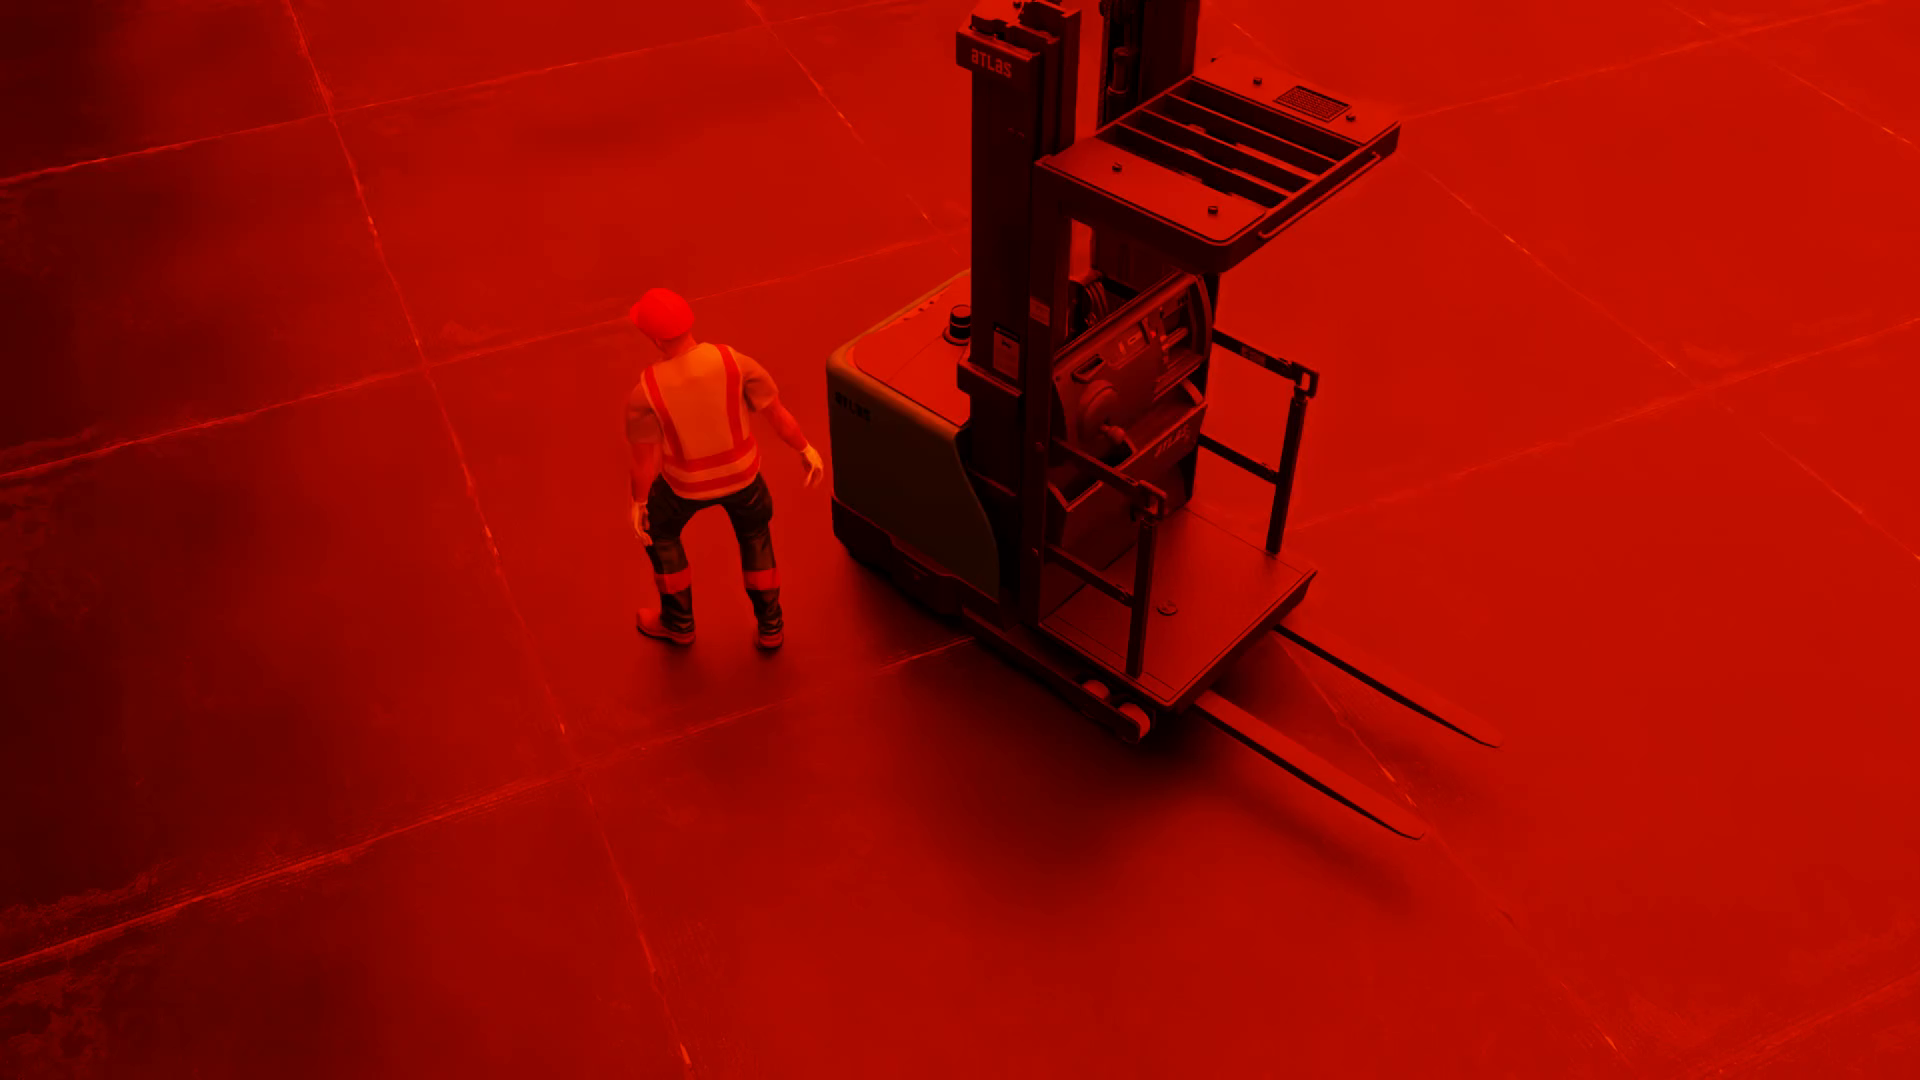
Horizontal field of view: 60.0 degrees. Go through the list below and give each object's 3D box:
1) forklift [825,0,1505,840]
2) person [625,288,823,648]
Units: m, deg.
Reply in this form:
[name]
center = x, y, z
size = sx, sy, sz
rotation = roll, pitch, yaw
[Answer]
[forklift]
center = 0.836, -0.638, 6.363
size = 3.031, 2.935, 1.130
rotation = 32, 52, 29
[person]
center = -1.003, -0.268, 6.877
size = 0.866, 1.752, 0.472
rotation = -11, 44, -12
